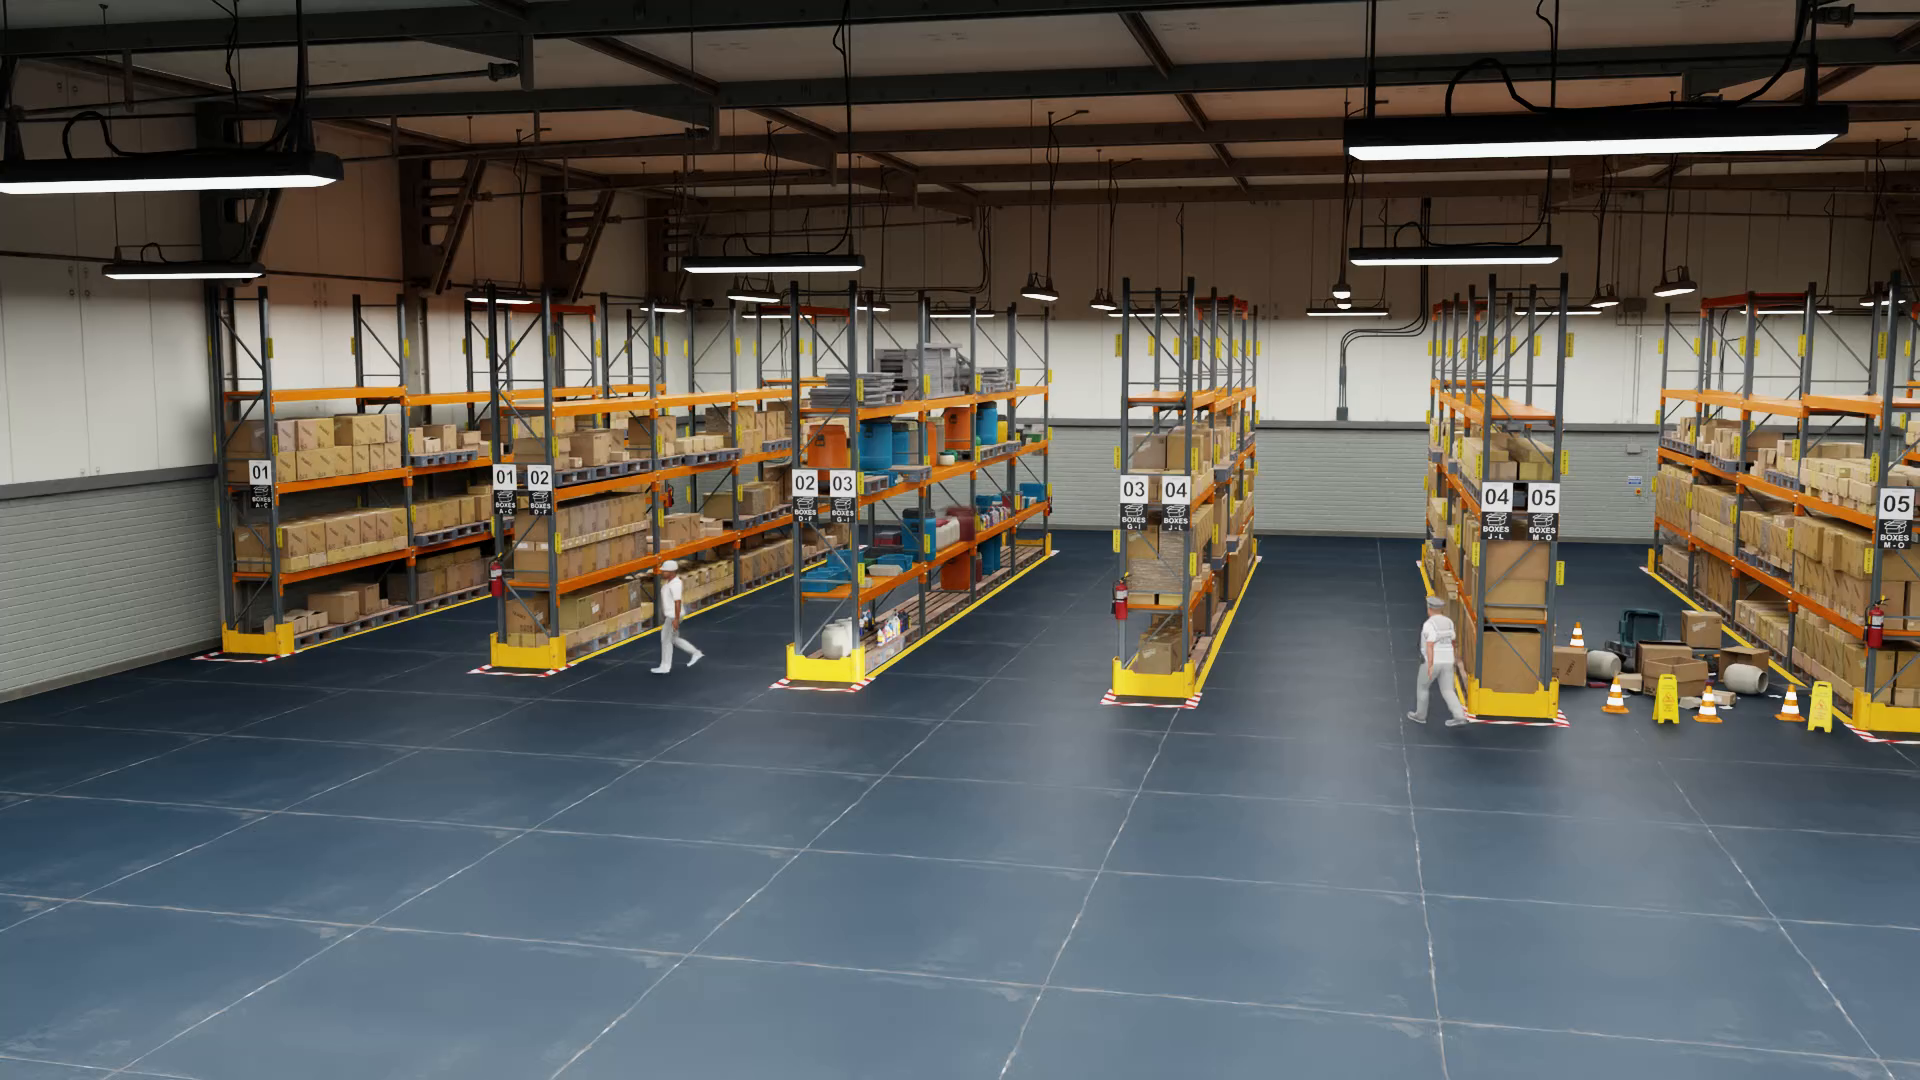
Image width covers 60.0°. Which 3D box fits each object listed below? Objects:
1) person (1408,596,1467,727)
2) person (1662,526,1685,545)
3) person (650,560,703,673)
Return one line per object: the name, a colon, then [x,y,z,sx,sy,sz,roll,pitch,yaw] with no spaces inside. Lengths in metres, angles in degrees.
person: [6.363,1.622,22.034,0.545,1.721,1.012,-2,7,-18]
person: [17.400,-0.490,40.431,0.480,1.778,0.585,-1,7,-11]
person: [-4.409,1.178,25.813,0.824,1.753,0.660,-1,7,-12]
